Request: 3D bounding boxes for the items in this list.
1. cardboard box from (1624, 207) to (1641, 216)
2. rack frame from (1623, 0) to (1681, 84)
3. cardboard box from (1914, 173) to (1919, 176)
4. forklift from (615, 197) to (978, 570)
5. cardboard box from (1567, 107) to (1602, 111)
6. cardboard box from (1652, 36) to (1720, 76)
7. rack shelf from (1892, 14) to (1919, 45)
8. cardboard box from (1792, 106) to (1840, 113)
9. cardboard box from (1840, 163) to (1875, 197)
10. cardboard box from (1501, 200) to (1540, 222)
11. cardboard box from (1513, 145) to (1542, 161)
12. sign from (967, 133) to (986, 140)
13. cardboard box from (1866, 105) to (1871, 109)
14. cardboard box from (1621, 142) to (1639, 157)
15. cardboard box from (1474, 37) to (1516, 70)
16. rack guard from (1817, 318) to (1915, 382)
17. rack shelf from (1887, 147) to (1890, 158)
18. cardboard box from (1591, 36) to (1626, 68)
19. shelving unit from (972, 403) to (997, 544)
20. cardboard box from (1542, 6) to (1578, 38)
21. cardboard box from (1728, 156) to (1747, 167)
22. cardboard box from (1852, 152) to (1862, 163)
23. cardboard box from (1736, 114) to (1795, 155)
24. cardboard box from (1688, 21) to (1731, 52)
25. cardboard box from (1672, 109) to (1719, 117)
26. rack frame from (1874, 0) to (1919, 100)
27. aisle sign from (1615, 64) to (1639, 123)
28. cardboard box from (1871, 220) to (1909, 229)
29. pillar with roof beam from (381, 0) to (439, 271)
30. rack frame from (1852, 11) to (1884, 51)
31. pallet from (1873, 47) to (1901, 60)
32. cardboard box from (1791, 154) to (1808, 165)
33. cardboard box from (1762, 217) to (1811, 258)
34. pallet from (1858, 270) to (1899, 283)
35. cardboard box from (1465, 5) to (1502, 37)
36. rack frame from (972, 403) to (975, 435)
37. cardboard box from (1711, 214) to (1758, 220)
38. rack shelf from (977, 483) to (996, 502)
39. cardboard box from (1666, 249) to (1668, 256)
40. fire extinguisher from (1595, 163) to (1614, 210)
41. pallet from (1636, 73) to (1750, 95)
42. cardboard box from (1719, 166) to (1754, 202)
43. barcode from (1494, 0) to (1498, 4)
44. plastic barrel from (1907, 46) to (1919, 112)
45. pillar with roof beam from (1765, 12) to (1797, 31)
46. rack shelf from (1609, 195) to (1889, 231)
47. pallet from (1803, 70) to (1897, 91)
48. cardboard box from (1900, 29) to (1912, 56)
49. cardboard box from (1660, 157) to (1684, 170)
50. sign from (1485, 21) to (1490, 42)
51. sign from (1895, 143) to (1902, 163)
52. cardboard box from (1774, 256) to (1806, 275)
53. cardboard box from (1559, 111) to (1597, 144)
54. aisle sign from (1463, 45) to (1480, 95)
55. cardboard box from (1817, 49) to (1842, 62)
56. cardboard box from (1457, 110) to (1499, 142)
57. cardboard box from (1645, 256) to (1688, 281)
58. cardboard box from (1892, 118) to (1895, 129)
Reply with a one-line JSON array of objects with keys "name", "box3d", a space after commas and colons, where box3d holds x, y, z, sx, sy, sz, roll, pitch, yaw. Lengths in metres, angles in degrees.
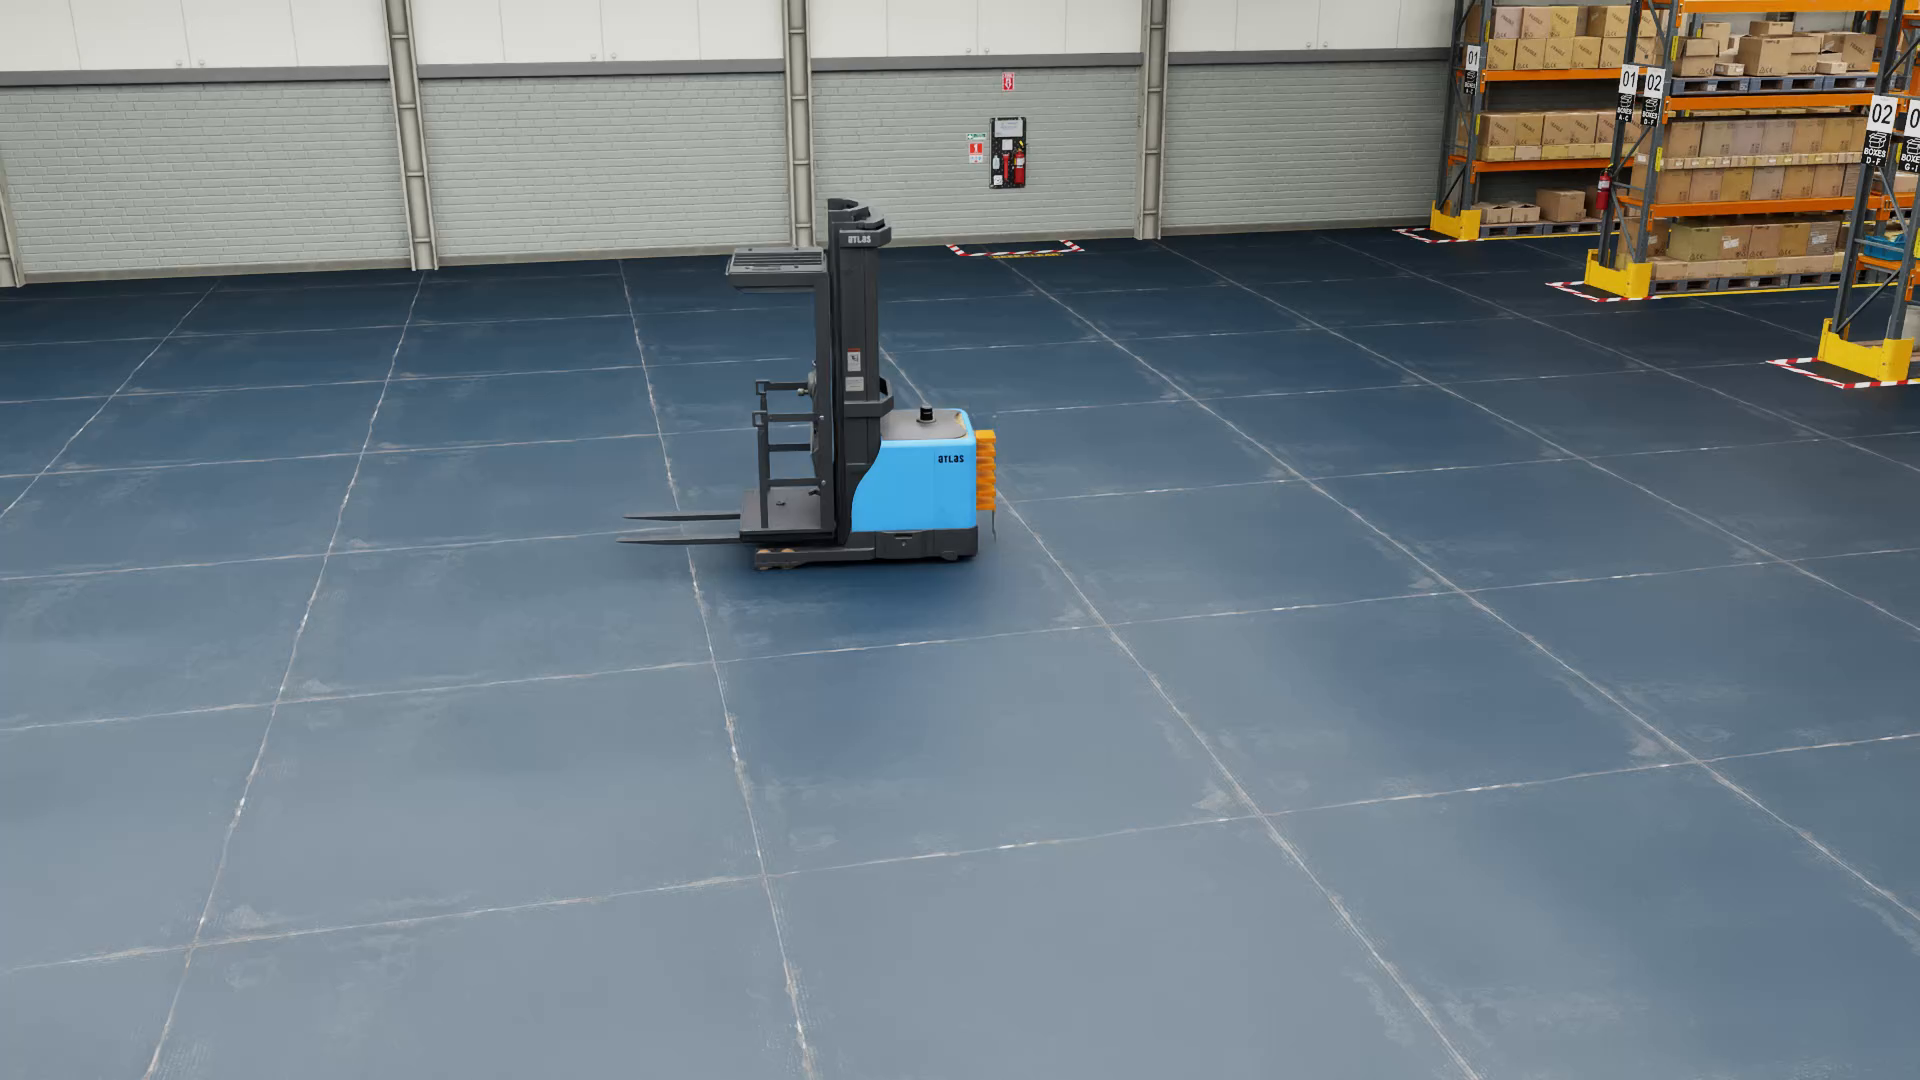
[{"name": "cardboard box", "box3d": [11.979, -5.919, 29.813, 0.250, 0.166, 0.380, -7, 21, -20]}, {"name": "rack frame", "box3d": [9.744, -7.937, 23.122, 0.127, 3.000, 1.000, -5, 21, -12]}, {"name": "cardboard box", "box3d": [14.900, -5.581, 25.266, 0.500, 0.500, 0.500, -3, 20, -9]}, {"name": "forklift", "box3d": [-1.395, -1.317, 13.871, 3.031, 2.935, 1.130, -2, 20, -5]}, {"name": "cardboard box", "box3d": [10.997, -7.342, 29.316, 0.500, 0.500, 0.500, -4, 21, -11]}, {"name": "cardboard box", "box3d": [10.304, -6.884, 23.644, 0.637, 0.503, 0.797, -3, 20, -9]}, {"name": "rack shelf", "box3d": [12.826, -5.912, 19.220, 4.000, 0.370, 1.077, -5, 21, -12]}, {"name": "cardboard box", "box3d": [15.393, -7.571, 30.059, 0.500, 0.500, 0.700, -7, 21, -18]}, {"name": "cardboard box", "box3d": [13.206, -5.447, 24.900, 0.500, 0.500, 0.700, -5, 21, -14]}, {"name": "cardboard box", "box3d": [9.849, -5.792, 29.257, 0.500, 0.311, 0.500, -3, 20, -8]}, {"name": "cardboard box", "box3d": [9.650, -6.696, 28.643, 0.500, 0.250, 0.500, -5, 21, -14]}, {"name": "sign", "box3d": [0.274, -6.719, 27.696, 0.331, 0.109, 0.001, -5, 21, -12]}, {"name": "cardboard box", "box3d": [16.767, -8.082, 30.543, 0.500, 0.250, 0.500, -4, 21, -11]}, {"name": "cardboard box", "box3d": [11.615, -6.858, 29.087, 0.500, 0.250, 0.500, -5, 21, -12]}, {"name": "cardboard box", "box3d": [8.983, -8.186, 27.987, 0.500, 0.500, 0.500, -4, 21, -11]}, {"name": "rack guard", "box3d": [10.943, -2.310, 20.116, 0.348, 0.500, 1.175, -5, 21, -12]}, {"name": "rack shelf", "box3d": [18.332, -7.232, 30.964, 4.000, 0.370, 1.077, -5, 21, -12]}, {"name": "cardboard box", "box3d": [11.033, -8.345, 28.421, 0.500, 0.500, 0.500, -5, 21, -15]}, {"name": "shelving unit", "box3d": [0.207, -0.568, 14.342, 0.189, 1.200, 0.258, -2, 20, -5]}, {"name": "cardboard box", "box3d": [10.027, -8.729, 28.016, 0.500, 0.500, 0.500, -4, 21, -11]}, {"name": "cardboard box", "box3d": [11.179, -5.513, 24.138, 0.250, 0.149, 0.380, -5, 21, -14]}, {"name": "cardboard box", "box3d": [13.180, -5.677, 24.584, 0.250, 0.149, 0.380, -5, 21, -14]}, {"name": "cardboard box", "box3d": [11.741, -5.937, 24.351, 0.500, 0.500, 0.700, -5, 21, -12]}, {"name": "cardboard box", "box3d": [13.043, -8.764, 28.984, 0.500, 0.500, 0.500, -2, 20, -5]}, {"name": "cardboard box", "box3d": [12.996, -7.377, 29.530, 0.500, 0.500, 0.700, -5, 21, -12]}, {"name": "rack frame", "box3d": [10.880, -6.279, 18.595, 0.127, 3.000, 1.000, -5, 21, -12]}, {"name": "aisle sign", "box3d": [9.612, -6.434, 23.961, 0.004, 0.787, 0.394, -5, 21, -12]}, {"name": "cardboard box", "box3d": [14.469, -4.778, 25.790, 0.500, 0.311, 0.500, -4, 21, -11]}, {"name": "pillar with roof beam", "box3d": [-7.444, -7.075, 20.767, 0.400, 9.000, 9.100, -5, 21, -12]}, {"name": "rack frame", "box3d": [16.385, -10.229, 29.377, 0.127, 3.000, 1.000, -5, 21, -12]}, {"name": "pallet", "box3d": [17.000, -8.800, 30.113, 1.003, 0.211, 1.213, -4, 20, -10]}, {"name": "cardboard box", "box3d": [12.185, -5.595, 24.362, 0.250, 0.149, 0.380, -4, 21, -11]}, {"name": "cardboard box", "box3d": [12.260, -4.509, 24.781, 0.500, 0.500, 0.500, -5, 21, -12]}, {"name": "pallet", "box3d": [14.344, -4.199, 25.693, 1.213, 0.211, 1.003, -5, 21, -12]}, {"name": "cardboard box", "box3d": [8.960, -8.834, 28.303, 0.500, 0.500, 0.500, -4, 20, -10]}, {"name": "rack frame", "box3d": [0.116, -0.565, 14.335, 0.006, 1.200, 0.240, -2, 20, -5]}, {"name": "cardboard box", "box3d": [11.654, -4.644, 25.150, 0.500, 0.500, 0.500, -5, 21, -12]}, {"name": "rack shelf", "box3d": [0.207, -0.414, 14.399, 0.180, 0.103, 0.258, -2, 20, -5]}, {"name": "cardboard box", "box3d": [10.681, -4.212, 25.060, 0.500, 0.250, 0.500, -5, 21, -12]}, {"name": "fire extinguisher", "box3d": [9.522, -5.230, 24.566, 0.183, 0.674, 0.296, -5, 21, -12]}, {"name": "pallet", "box3d": [10.438, -6.535, 23.782, 1.213, 0.211, 1.003, -5, 21, -12]}, {"name": "cardboard box", "box3d": [11.195, -5.281, 24.446, 0.500, 0.500, 0.700, -5, 21, -12]}, {"name": "barcode", "box3d": [9.176, -9.209, 28.482, 0.075, 0.075, 0.001, -5, 21, -12]}, {"name": "plastic barrel", "box3d": [11.324, -5.351, 19.186, 0.708, 0.830, 0.600, -5, 21, -12]}, {"name": "pillar with roof beam", "box3d": [15.912, -8.974, 25.952, 0.400, 9.000, 9.100, -5, 21, -12]}, {"name": "rack shelf", "box3d": [11.690, -4.941, 24.710, 4.000, 0.370, 1.077, -5, 21, -12]}, {"name": "pallet", "box3d": [12.812, -6.728, 24.310, 1.213, 0.211, 1.003, -5, 21, -12]}, {"name": "cardboard box", "box3d": [14.246, -7.360, 24.424, 0.500, 0.500, 0.500, -4, 21, -12]}, {"name": "cardboard box", "box3d": [10.175, -5.431, 23.913, 0.250, 0.149, 0.380, -5, 21, -13]}, {"name": "sign", "box3d": [8.725, -8.416, 27.518, 0.005, 0.325, 0.100, -5, 21, -12]}, {"name": "sign", "box3d": [13.766, -5.695, 24.349, 0.005, 0.325, 0.100, -5, 21, -12]}, {"name": "cardboard box", "box3d": [12.263, -4.153, 24.899, 0.500, 0.250, 0.500, -5, 21, -12]}, {"name": "cardboard box", "box3d": [10.621, -7.126, 28.728, 0.500, 0.500, 0.500, -4, 20, -11]}, {"name": "aisle sign", "box3d": [8.599, -7.893, 27.943, 0.004, 0.787, 0.394, -5, 21, -12]}, {"name": "cardboard box", "box3d": [12.560, -7.072, 24.437, 0.500, 0.311, 0.500, -6, 21, -15]}, {"name": "cardboard box", "box3d": [9.010, -7.178, 28.869, 0.500, 0.500, 0.500, -5, 21, -13]}, {"name": "cardboard box", "box3d": [10.317, -3.995, 24.467, 0.500, 0.250, 0.500, -5, 21, -12]}, {"name": "cardboard box", "box3d": [16.917, -7.560, 30.208, 0.500, 0.500, 0.500, -4, 21, -11]}]
